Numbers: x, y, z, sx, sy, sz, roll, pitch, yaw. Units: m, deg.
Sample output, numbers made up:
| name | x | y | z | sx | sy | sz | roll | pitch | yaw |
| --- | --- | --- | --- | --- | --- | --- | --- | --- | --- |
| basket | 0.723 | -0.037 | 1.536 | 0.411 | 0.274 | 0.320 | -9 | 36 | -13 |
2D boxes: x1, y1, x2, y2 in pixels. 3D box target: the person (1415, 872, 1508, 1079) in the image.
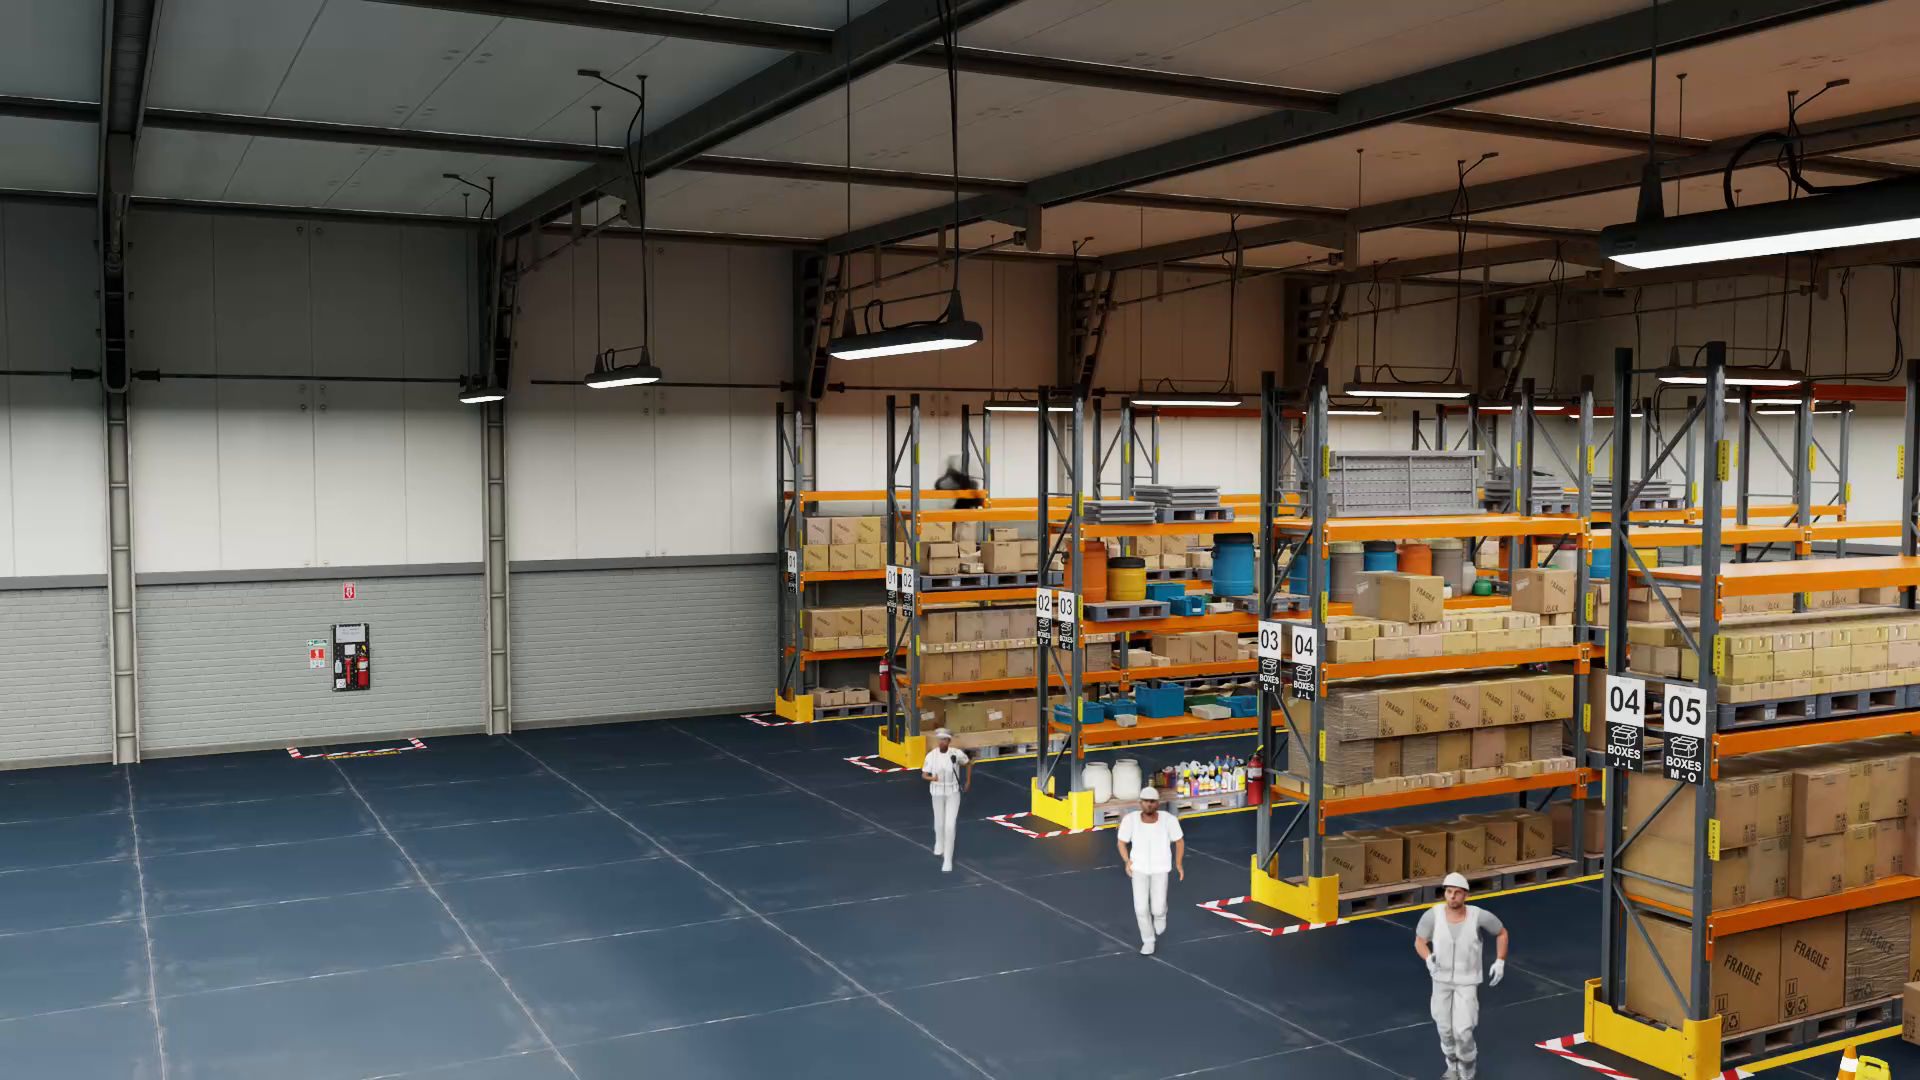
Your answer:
| name | x | y | z | sx | sy | sz | roll | pitch | yaw |
| --- | --- | --- | --- | --- | --- | --- | --- | --- | --- |
| person | 3.943 | 3.539 | 13.176 | 0.684 | 1.818 | 0.721 | 2 | 4 | 28 |

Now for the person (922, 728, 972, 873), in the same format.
| name | x | y | z | sx | sy | sz | roll | pitch | yaw |
| --- | --- | --- | --- | --- | --- | --- | --- | --- | --- |
| person | -0.161 | 3.158 | 20.541 | 0.588 | 1.742 | 0.895 | 0 | 3 | 8 |

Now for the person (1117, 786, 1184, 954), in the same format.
| name | x | y | z | sx | sy | sz | roll | pitch | yaw |
| --- | --- | --- | --- | --- | --- | --- | --- | --- | --- |
| person | 1.941 | 3.353 | 16.988 | 0.686 | 1.707 | 0.626 | 0 | 3 | 8 |
